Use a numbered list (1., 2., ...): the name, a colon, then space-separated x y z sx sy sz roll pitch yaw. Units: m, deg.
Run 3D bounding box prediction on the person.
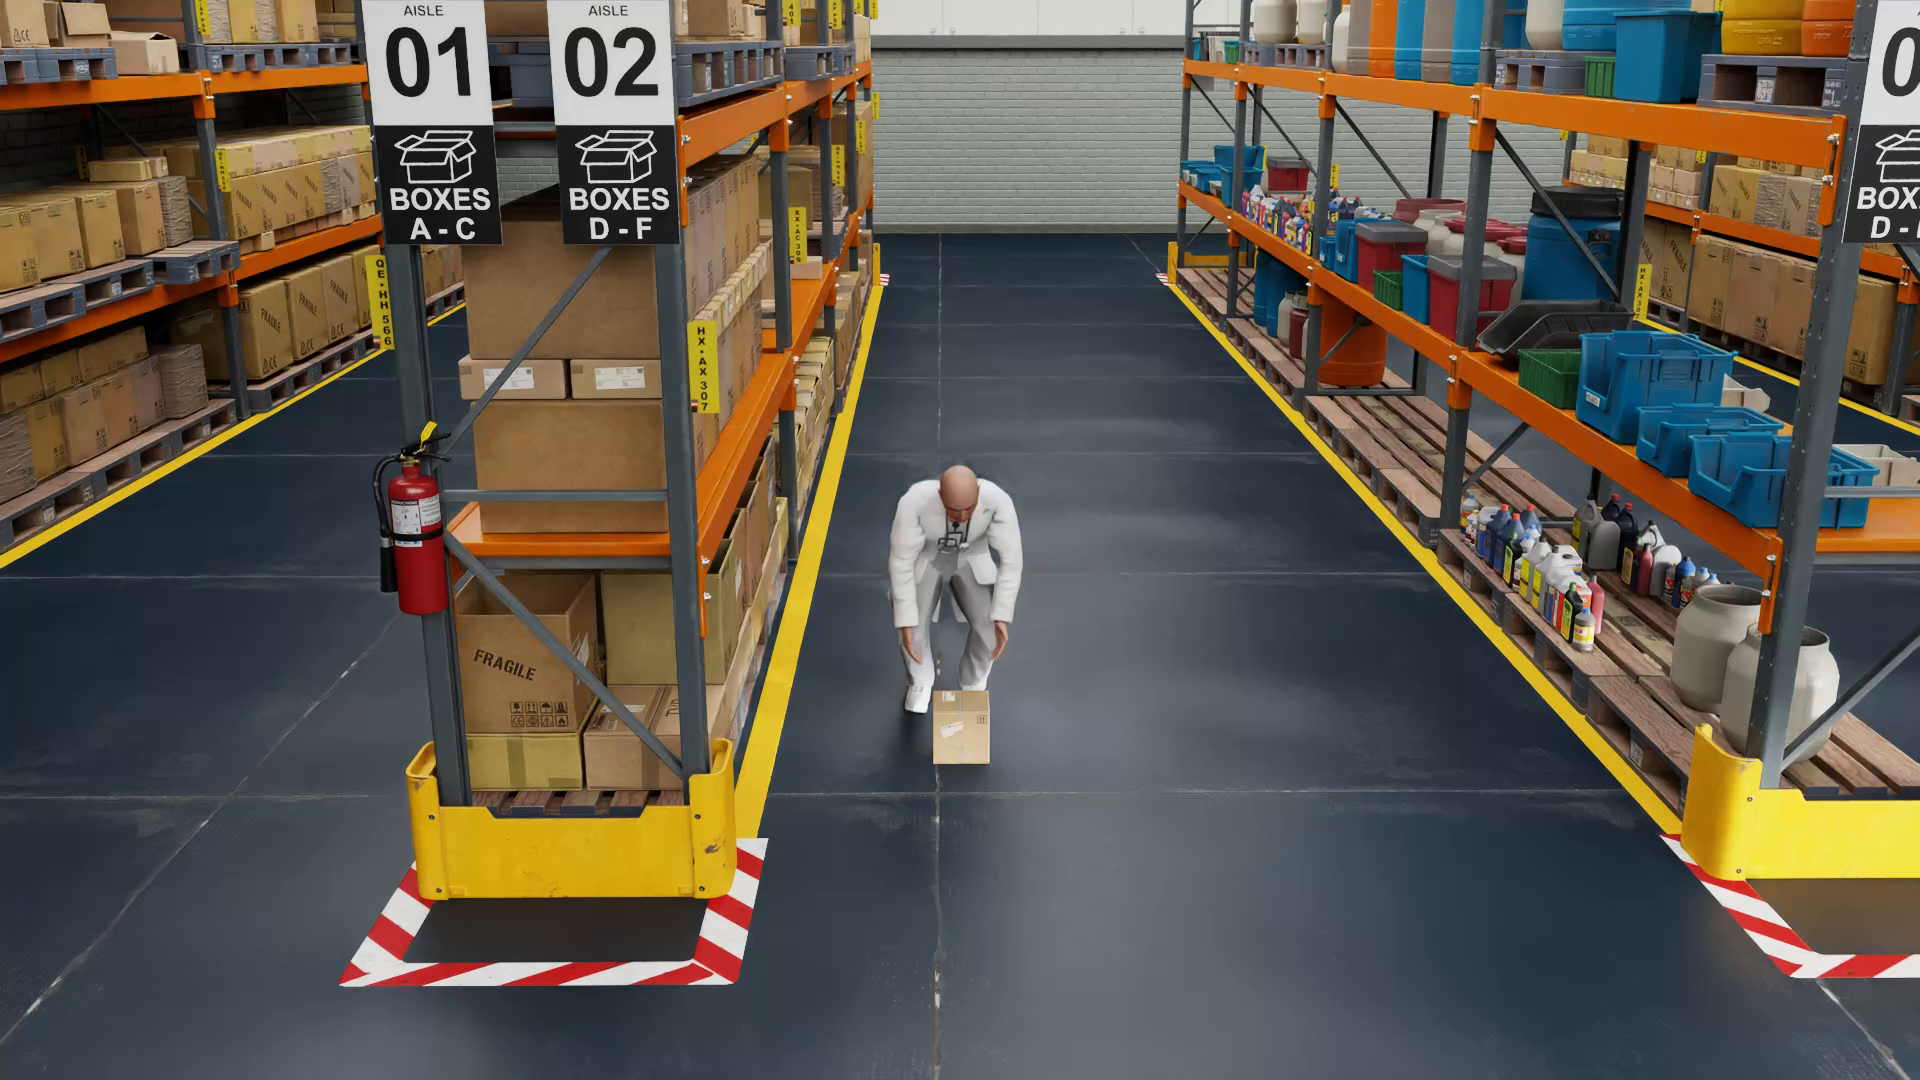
1. person: -0.029 0.195 7.805 0.634 1.271 0.793 0 17 -1
